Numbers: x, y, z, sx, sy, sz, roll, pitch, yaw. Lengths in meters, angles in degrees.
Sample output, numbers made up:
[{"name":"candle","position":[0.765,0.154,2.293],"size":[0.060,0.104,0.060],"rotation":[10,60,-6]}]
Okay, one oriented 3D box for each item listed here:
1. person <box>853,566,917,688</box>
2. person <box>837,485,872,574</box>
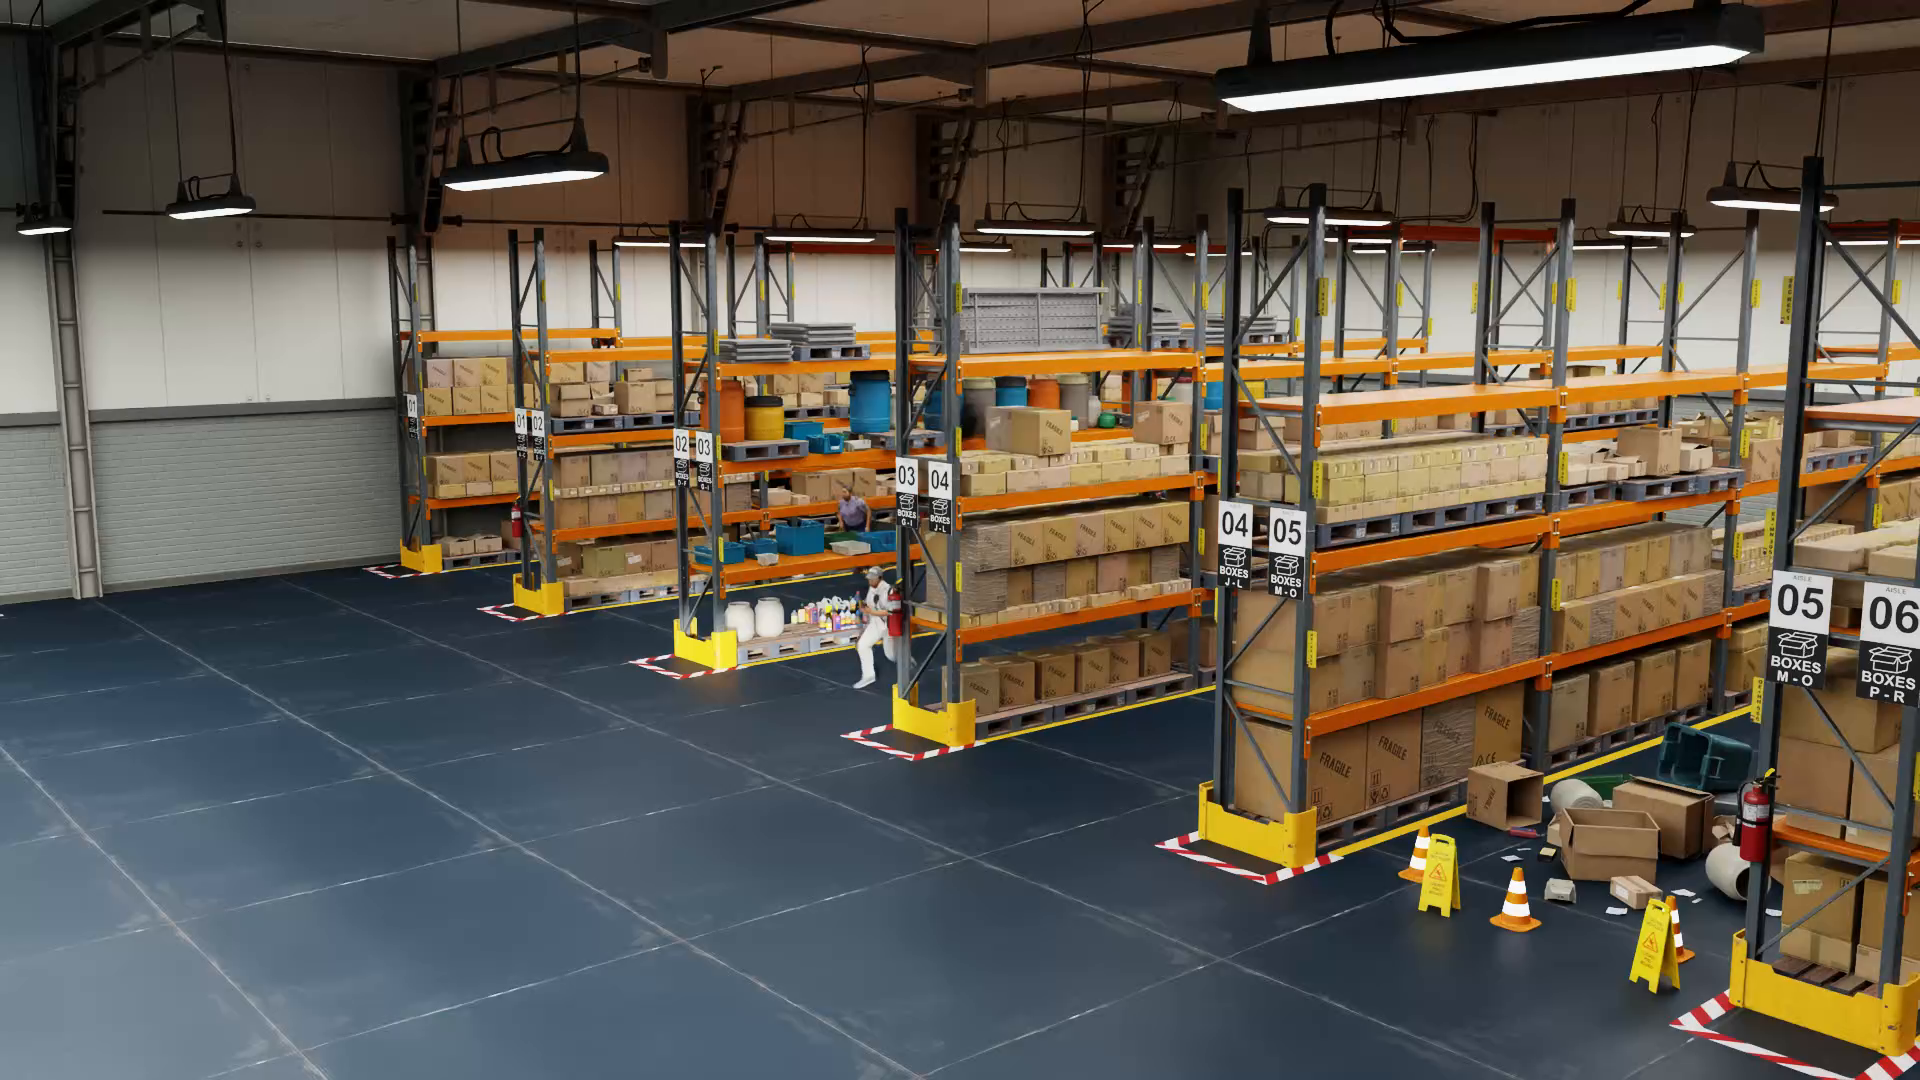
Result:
[{"name":"person","position":[-0.888,1.066,20.865],"size":[1.001,1.560,0.607],"rotation":[-8,12,-41]},{"name":"person","position":[-1.772,-0.157,27.970],"size":[0.593,1.577,0.707],"rotation":[4,10,27]}]
